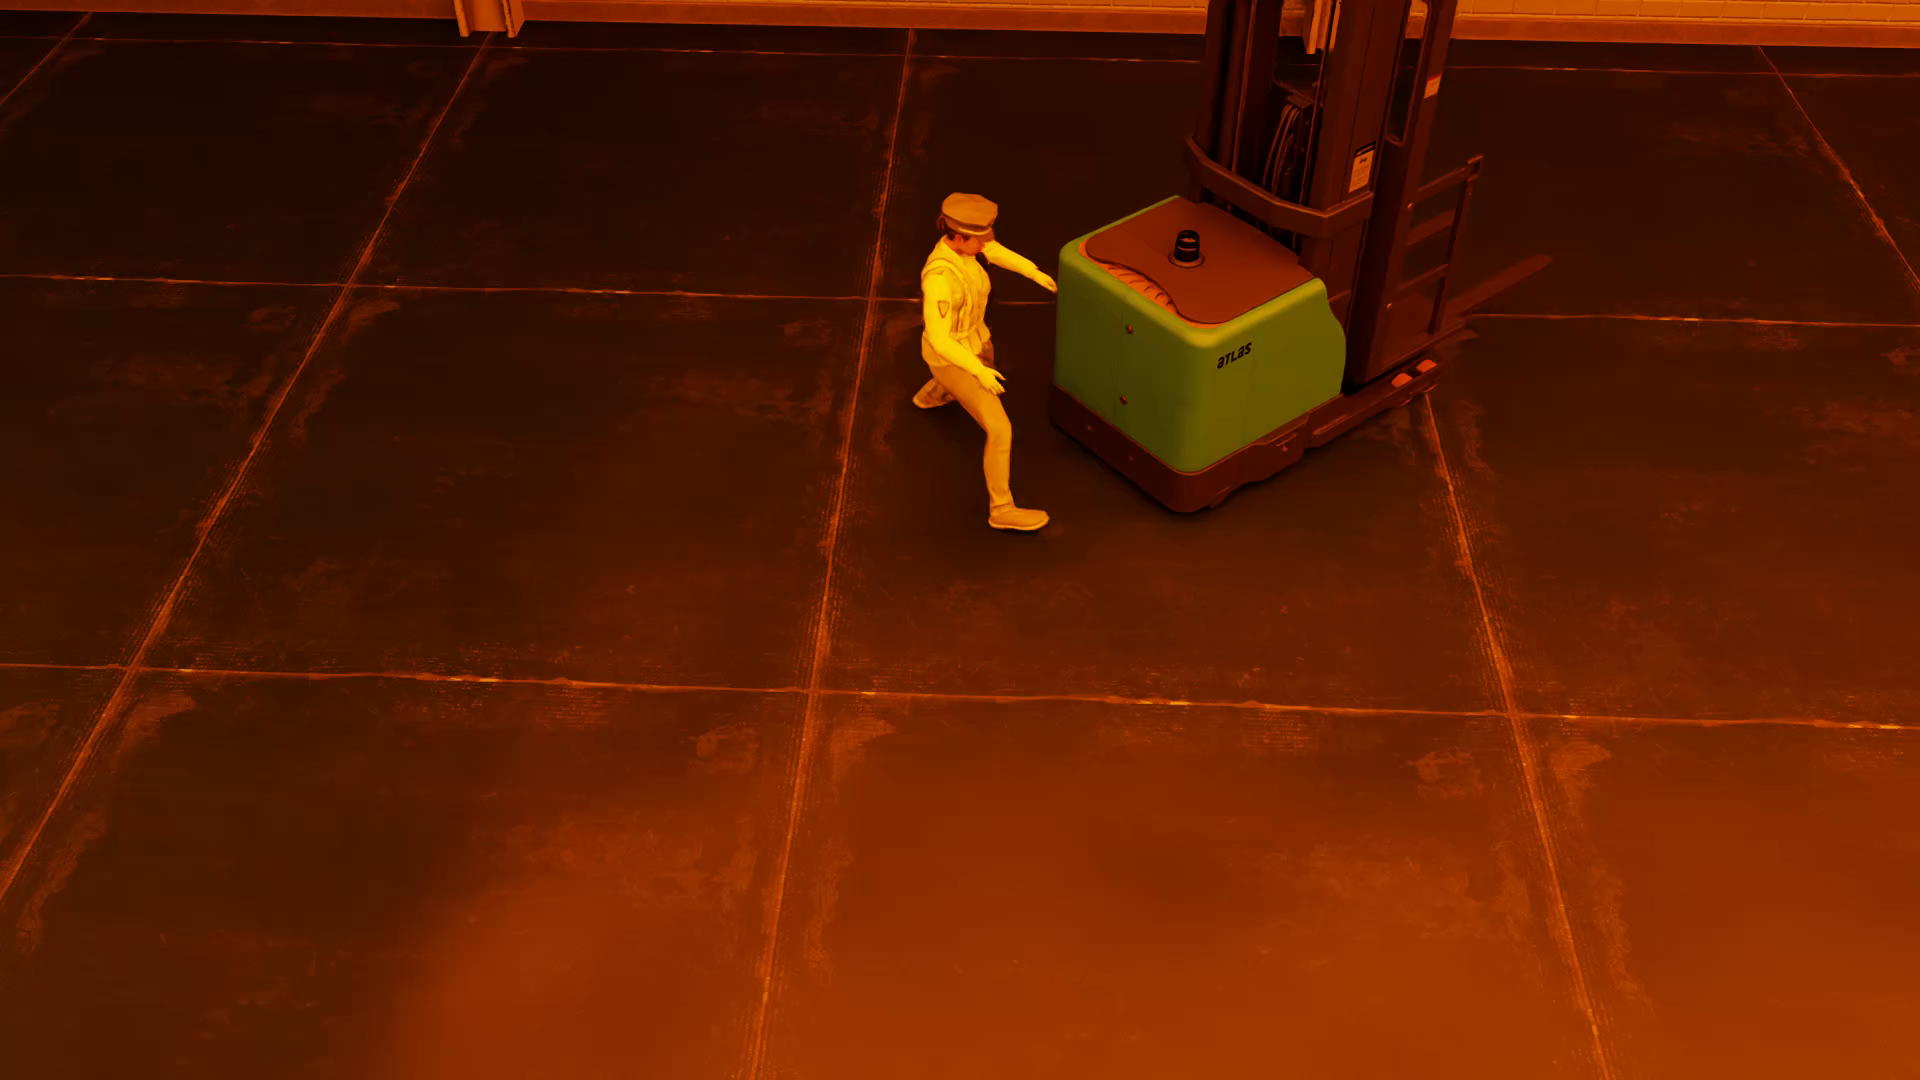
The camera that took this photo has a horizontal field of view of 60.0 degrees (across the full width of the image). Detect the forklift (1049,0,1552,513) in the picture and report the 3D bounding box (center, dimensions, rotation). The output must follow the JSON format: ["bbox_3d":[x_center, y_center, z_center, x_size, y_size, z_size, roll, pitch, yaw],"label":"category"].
[{"bbox_3d":[1.925,-2.038,7.975,3.031,2.935,1.130,-28,49,-27],"label":"forklift"}]

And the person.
[{"bbox_3d":[0.109,-0.936,7.870,0.923,1.518,0.997,13,44,14],"label":"person"}]
